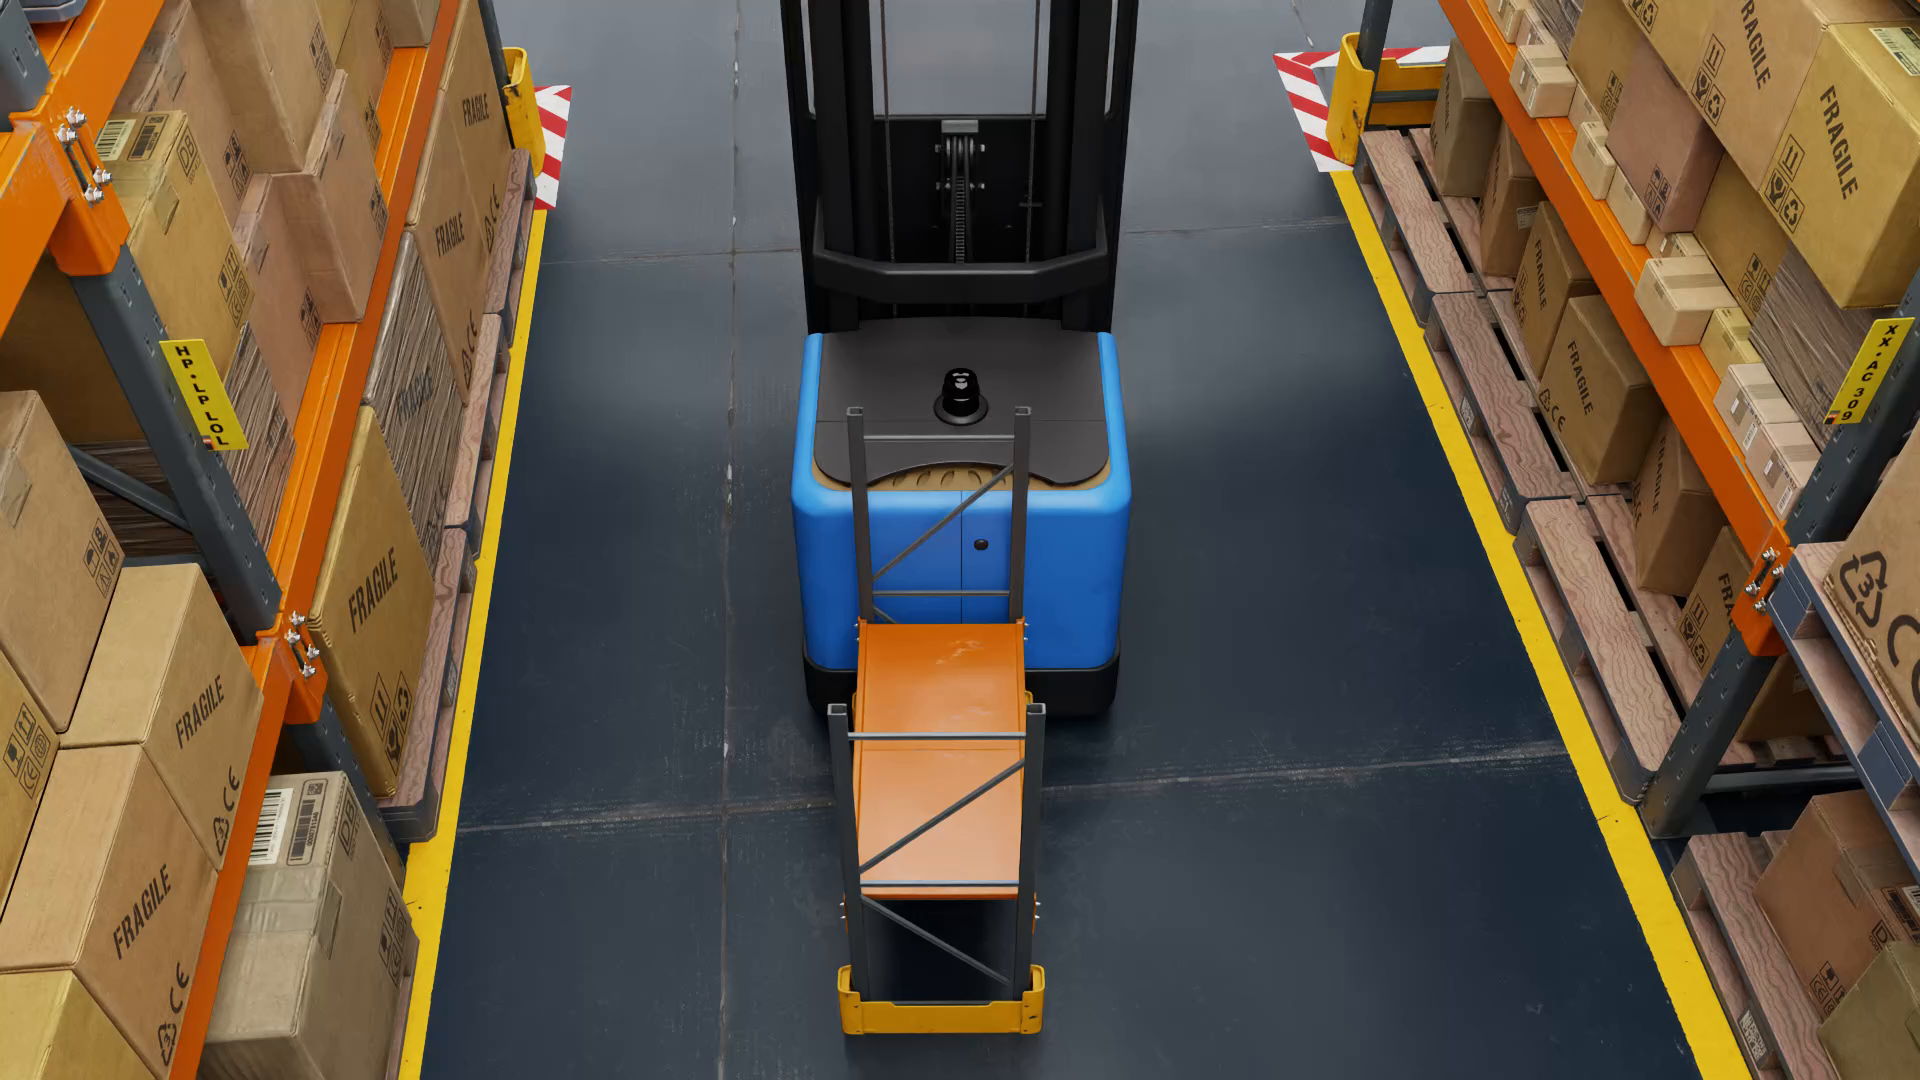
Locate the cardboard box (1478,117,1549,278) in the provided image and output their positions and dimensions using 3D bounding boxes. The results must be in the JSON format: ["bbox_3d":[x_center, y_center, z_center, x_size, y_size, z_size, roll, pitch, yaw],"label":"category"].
[{"bbox_3d":[2.493,-1.436,6.976,0.500,0.500,0.500,8,47,7],"label":"cardboard box"}]

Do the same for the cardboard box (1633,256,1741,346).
[{"bbox_3d":[2.292,-0.732,5.050,0.380,0.149,0.250,-3,47,-3],"label":"cardboard box"}]

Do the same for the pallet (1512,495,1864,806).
[{"bbox_3d":[2.616,0.335,5.787,1.003,0.211,1.213,-3,47,-3],"label":"pallet"}]

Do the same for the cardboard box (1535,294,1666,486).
[{"bbox_3d":[2.528,-0.575,6.161,0.500,0.500,0.500,-7,47,-7],"label":"cardboard box"}]

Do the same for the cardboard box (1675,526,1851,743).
[{"bbox_3d":[2.714,0.283,5.348,0.500,0.500,0.500,-5,47,-5],"label":"cardboard box"}]

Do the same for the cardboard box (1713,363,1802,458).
[{"bbox_3d":[2.385,-0.373,4.710,0.380,0.149,0.250,-3,47,-3],"label":"cardboard box"}]

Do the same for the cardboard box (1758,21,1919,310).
[{"bbox_3d":[2.396,-0.930,4.102,0.500,0.500,0.500,-3,47,-3],"label":"cardboard box"}]

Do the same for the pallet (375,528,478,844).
[{"bbox_3d":[-2.229,0.492,5.639,1.003,0.211,1.213,-3,47,-3],"label":"pallet"}]

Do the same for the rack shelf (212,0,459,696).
[{"bbox_3d":[-2.411,-1.112,5.732,1.077,0.370,4.000,-3,47,-3],"label":"rack shelf"}]

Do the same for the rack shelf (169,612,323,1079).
[{"bbox_3d":[-2.076,1.782,2.991,1.077,0.370,4.000,-3,47,-3],"label":"rack shelf"}]

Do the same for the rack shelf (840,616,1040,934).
[{"bbox_3d":[-0.055,0.658,4.842,0.538,0.185,1.000,0,47,0],"label":"rack shelf"}]

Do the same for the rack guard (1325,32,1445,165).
[{"bbox_3d":[2.379,-2.120,7.913,1.175,0.500,0.348,-3,47,-3],"label":"rack guard"}]

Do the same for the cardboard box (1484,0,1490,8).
[{"bbox_3d":[2.209,-2.184,6.425,0.380,0.149,0.250,-3,47,-3],"label":"cardboard box"}]

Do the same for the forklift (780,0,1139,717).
[{"bbox_3d":[-0.003,-1.465,5.618,1.130,2.935,3.031,0,47,0],"label":"forklift"}]

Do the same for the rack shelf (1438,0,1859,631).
[{"bbox_3d":[2.540,-1.340,5.949,1.077,0.370,4.000,-3,47,-3],"label":"rack shelf"}]

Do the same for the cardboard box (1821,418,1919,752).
[{"bbox_3d":[2.635,0.092,3.394,1.000,1.000,1.000,-3,47,-3],"label":"cardboard box"}]

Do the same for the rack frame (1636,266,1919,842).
[{"bbox_3d":[2.708,-0.140,4.317,1.000,3.000,0.127,-3,47,-3],"label":"rack frame"}]

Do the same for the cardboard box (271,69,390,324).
[{"bbox_3d":[-2.283,-1.024,5.051,0.875,0.550,0.550,-3,47,-3],"label":"cardboard box"}]

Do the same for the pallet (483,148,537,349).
[{"bbox_3d":[-2.433,-1.273,7.311,1.003,0.211,1.213,-3,47,-3],"label":"pallet"}]

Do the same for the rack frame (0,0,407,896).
[{"bbox_3d":[-2.243,0.088,4.101,1.000,3.000,0.127,-3,47,-3],"label":"rack frame"}]

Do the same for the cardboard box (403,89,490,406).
[{"bbox_3d":[-2.380,-1.097,6.397,0.875,0.875,0.875,-4,47,-4],"label":"cardboard box"}]

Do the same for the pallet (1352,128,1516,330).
[{"bbox_3d":[2.412,-1.431,7.459,1.003,0.211,1.213,-3,47,-3],"label":"pallet"}]

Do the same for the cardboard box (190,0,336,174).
[{"bbox_3d":[-2.310,-1.394,4.657,0.875,0.550,0.550,-3,47,-3],"label":"cardboard box"}]

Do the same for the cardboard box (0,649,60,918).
[{"bbox_3d":[-2.151,0.441,3.009,0.700,0.500,0.500,-4,47,-4],"label":"cardboard box"}]

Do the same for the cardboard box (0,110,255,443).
[{"bbox_3d":[-2.240,-0.604,3.909,0.875,0.550,0.550,-3,47,-3],"label":"cardboard box"}]

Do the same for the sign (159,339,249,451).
[{"bbox_3d":[-1.703,-0.323,3.747,0.100,0.325,0.005,-3,47,-3],"label":"sign"}]

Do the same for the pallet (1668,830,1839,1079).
[{"bbox_3d":[2.774,1.382,4.796,1.003,0.211,1.213,-3,47,-3],"label":"pallet"}]

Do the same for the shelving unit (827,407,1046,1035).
[{"bbox_3d":[-0.055,0.541,4.705,0.587,1.500,1.083,0,47,0],"label":"shelving unit"}]

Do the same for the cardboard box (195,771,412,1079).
[{"bbox_3d":[-2.102,1.161,4.345,1.050,0.750,0.750,-4,47,-3],"label":"cardboard box"}]

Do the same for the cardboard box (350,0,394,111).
[{"bbox_3d":[-2.512,-1.782,5.769,0.875,0.550,0.550,-3,47,-3],"label":"cardboard box"}]

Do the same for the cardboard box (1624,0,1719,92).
[{"bbox_3d":[2.312,-1.653,4.787,0.500,0.500,0.500,-3,47,-3],"label":"cardboard box"}]

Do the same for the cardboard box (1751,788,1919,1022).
[{"bbox_3d":[2.738,1.014,4.643,0.700,0.500,0.500,-7,47,-6],"label":"cardboard box"}]

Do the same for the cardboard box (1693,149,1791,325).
[{"bbox_3d":[2.725,-0.970,4.829,0.875,0.500,0.500,-3,47,-3],"label":"cardboard box"}]

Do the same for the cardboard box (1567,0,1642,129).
[{"bbox_3d":[2.582,-1.690,5.511,0.875,0.500,0.500,-3,47,-3],"label":"cardboard box"}]

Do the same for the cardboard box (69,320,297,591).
[{"bbox_3d":[-2.286,-0.230,4.298,0.875,0.550,0.550,-3,47,-3],"label":"cardboard box"}]

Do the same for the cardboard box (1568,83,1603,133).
[{"bbox_3d":[2.341,-1.463,5.743,0.380,0.149,0.250,-3,47,-3],"label":"cardboard box"}]

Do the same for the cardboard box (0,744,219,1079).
[{"bbox_3d":[-1.891,0.781,3.376,0.500,0.500,0.500,-4,47,-4],"label":"cardboard box"}]

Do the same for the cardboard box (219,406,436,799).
[{"bbox_3d":[-2.226,0.215,5.155,0.875,0.875,0.875,-3,47,-3],"label":"cardboard box"}]

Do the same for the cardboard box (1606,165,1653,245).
[{"bbox_3d":[2.341,-1.099,5.398,0.380,0.149,0.250,-3,47,-3],"label":"cardboard box"}]

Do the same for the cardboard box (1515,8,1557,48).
[{"bbox_3d":[2.270,-1.823,6.084,0.380,0.149,0.250,-3,47,-3],"label":"cardboard box"}]

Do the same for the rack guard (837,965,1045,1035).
[{"bbox_3d":[-0.054,1.332,4.816,0.587,0.250,0.087,0,47,0],"label":"rack guard"}]

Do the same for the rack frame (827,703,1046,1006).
[{"bbox_3d":[-0.054,0.903,4.361,0.500,1.500,0.032,0,47,0],"label":"rack frame"}]
